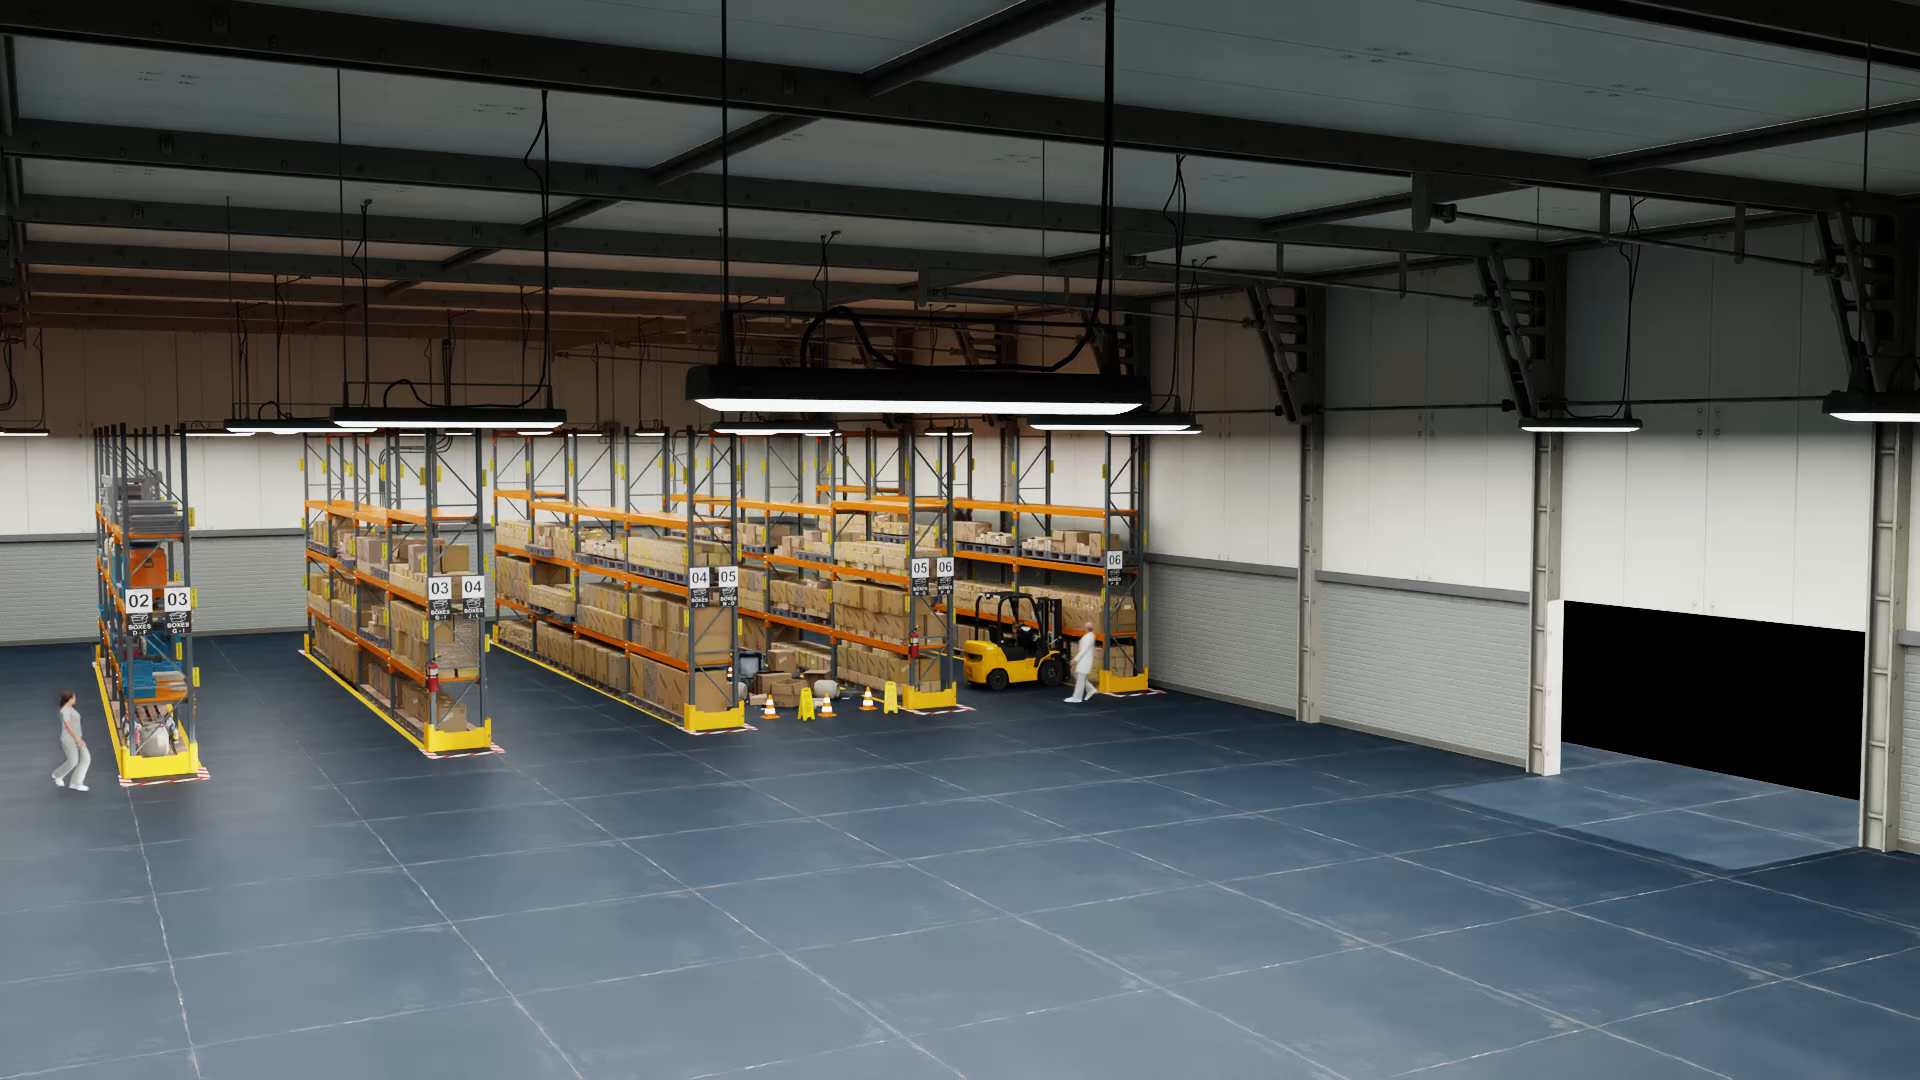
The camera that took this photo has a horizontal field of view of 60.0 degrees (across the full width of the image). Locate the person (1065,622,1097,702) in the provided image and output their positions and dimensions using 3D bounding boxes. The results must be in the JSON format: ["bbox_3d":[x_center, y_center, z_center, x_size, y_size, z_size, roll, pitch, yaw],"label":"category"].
[{"bbox_3d":[2.632,2.648,36.159,0.710,1.754,0.644,0,3,0],"label":"person"}]

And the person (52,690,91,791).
[{"bbox_3d":[-14.536,3.272,27.185,0.599,1.642,0.500,0,3,4],"label":"person"}]

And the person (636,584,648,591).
[{"bbox_3d":[-9.116,1.971,47.073,0.582,1.804,0.473,2,4,24],"label":"person"}]
